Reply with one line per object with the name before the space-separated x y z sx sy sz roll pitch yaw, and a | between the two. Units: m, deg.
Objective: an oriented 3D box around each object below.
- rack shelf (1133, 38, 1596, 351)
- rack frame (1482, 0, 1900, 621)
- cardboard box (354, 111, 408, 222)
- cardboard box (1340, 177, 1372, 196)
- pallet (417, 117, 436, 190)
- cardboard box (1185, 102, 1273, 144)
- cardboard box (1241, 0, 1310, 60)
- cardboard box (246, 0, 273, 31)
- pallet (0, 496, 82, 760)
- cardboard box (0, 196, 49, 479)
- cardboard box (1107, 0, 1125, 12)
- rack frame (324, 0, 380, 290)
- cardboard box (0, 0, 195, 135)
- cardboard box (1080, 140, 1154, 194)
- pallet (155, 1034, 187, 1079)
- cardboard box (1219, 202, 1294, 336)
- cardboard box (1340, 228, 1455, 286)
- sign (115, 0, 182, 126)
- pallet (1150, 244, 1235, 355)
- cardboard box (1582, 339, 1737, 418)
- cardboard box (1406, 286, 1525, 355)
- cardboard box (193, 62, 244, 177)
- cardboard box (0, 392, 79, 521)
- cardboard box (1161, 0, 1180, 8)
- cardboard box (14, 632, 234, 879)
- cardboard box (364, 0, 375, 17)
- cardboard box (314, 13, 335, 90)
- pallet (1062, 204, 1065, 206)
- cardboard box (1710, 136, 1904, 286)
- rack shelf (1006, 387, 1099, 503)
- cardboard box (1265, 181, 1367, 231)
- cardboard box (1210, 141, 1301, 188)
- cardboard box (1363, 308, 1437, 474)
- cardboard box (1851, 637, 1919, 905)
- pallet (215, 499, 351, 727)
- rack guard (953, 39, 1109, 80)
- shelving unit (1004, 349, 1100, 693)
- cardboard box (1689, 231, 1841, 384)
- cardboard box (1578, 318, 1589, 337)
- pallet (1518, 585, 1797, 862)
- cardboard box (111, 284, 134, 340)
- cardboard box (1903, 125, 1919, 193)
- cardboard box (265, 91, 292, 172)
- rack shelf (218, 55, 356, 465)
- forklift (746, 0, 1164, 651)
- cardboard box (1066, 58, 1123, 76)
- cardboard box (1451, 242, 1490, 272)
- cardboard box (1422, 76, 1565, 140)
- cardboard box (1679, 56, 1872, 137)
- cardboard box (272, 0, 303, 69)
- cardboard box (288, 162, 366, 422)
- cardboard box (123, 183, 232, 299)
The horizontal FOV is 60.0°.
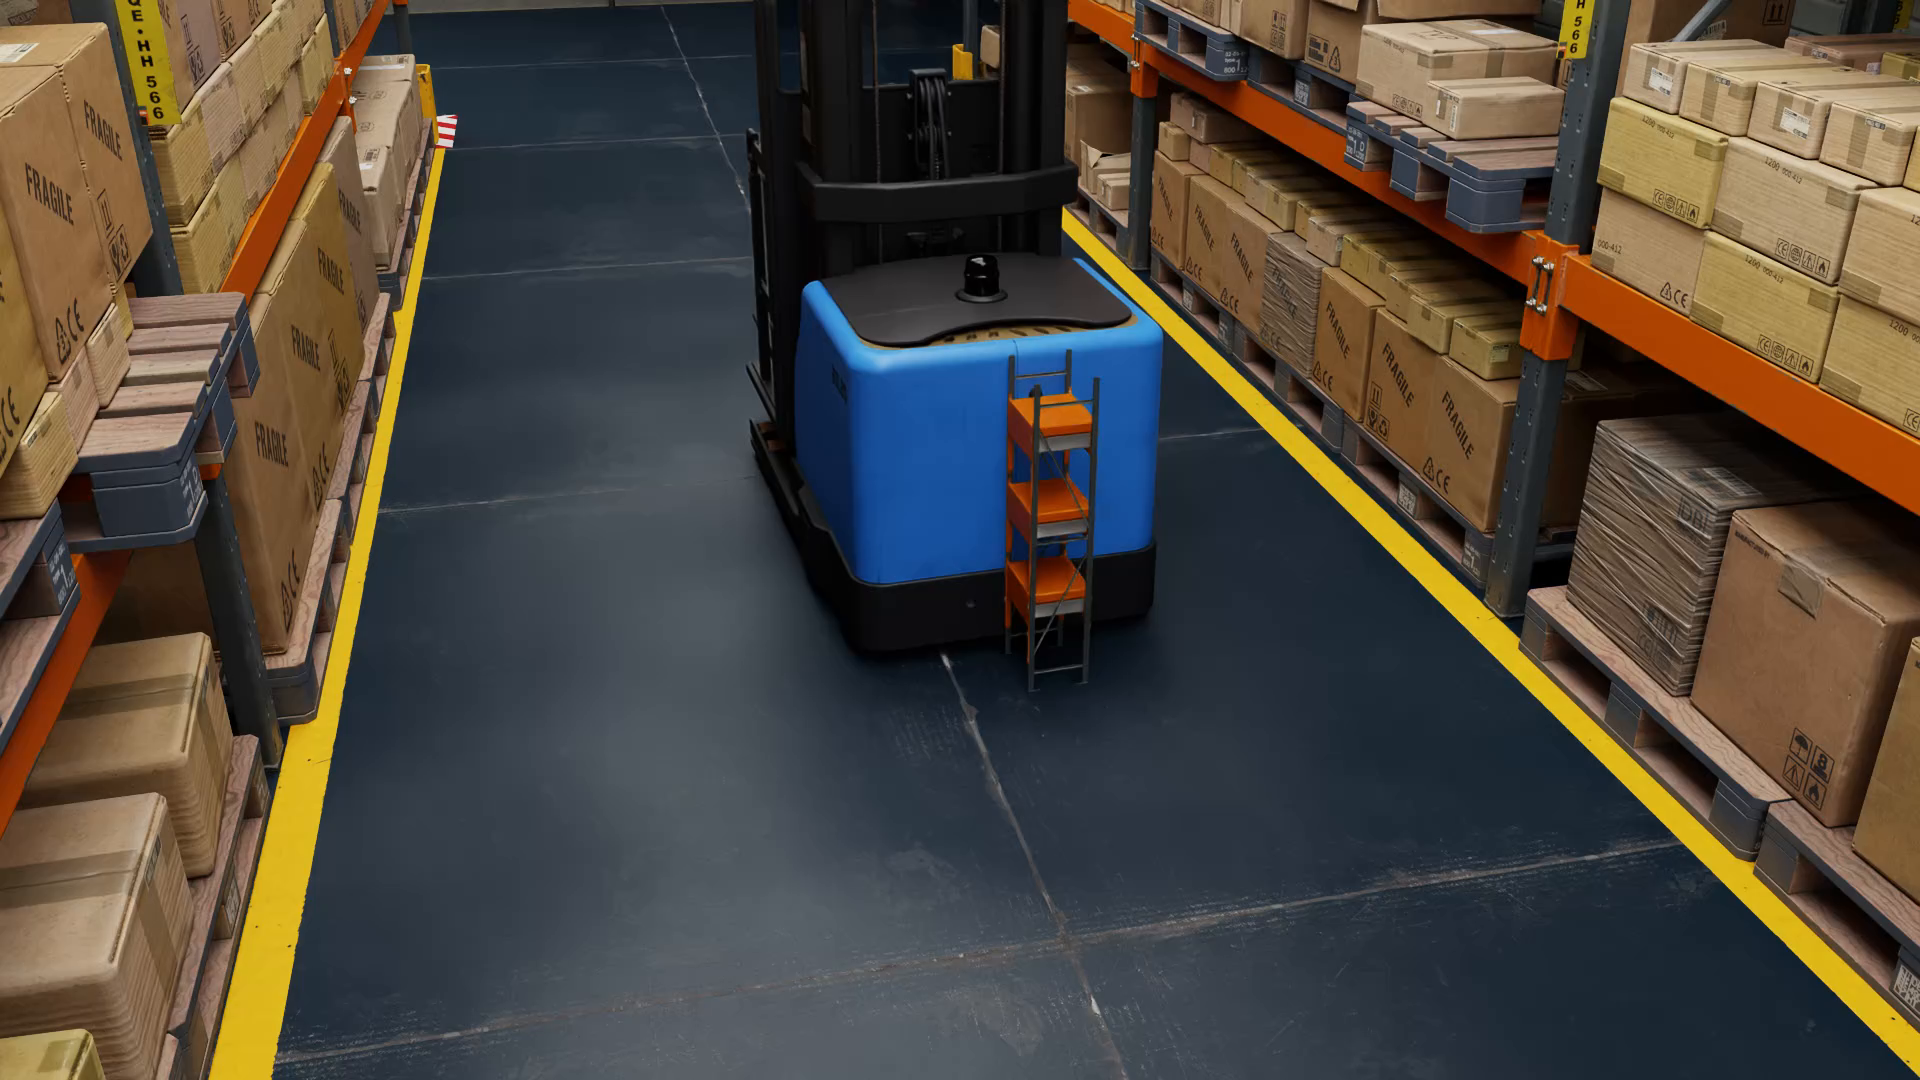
rack shelf | 1.876 -1.697 7.081 1.077 0.370 4.000 -6 27 -12
rack frame | 2.327 -1.140 5.179 1.000 3.000 0.127 -6 27 -12
cardboard box | -3.649 -2.113 9.486 0.875 0.438 0.875 -7 28 -13
cardboard box | 2.010 -1.668 7.814 0.380 0.149 0.250 -5 27 -10
pallet | -4.055 -2.558 11.084 1.003 0.211 1.213 -6 27 -12
cardboard box | 1.352 -2.096 8.332 0.380 0.149 0.250 -7 28 -14
cardboard box | 1.610 -2.321 6.943 0.700 0.500 0.500 -6 27 -12
cardboard box | -2.714 -2.034 5.730 0.500 0.500 0.500 -6 27 -11
pallet | -2.022 0.316 2.507 1.003 0.211 1.213 -6 27 -12
cardboard box | -1.893 -0.380 2.768 0.500 0.500 0.500 -8 28 -15
cardboard box | 1.028 -3.010 9.164 0.380 0.149 0.250 -5 27 -10
rack frame | -3.410 -2.390 7.657 1.000 3.000 0.127 -6 27 -12
cardboard box | -2.381 -1.367 4.408 0.500 0.500 0.500 -7 28 -13
cardboard box | 0.933 -2.234 9.916 0.396 0.266 0.258 -5 27 -10
pallet | -2.062 1.488 3.067 1.003 0.211 1.213 -6 27 -12
cardboard box | 1.553 -1.280 7.765 0.500 0.500 0.500 -7 28 -13
cardboard box | 1.789 -1.159 6.805 0.380 0.149 0.250 -6 27 -12
sign | -1.982 -1.175 4.052 0.100 0.325 0.005 -6 27 -12
pallet | 1.645 -1.298 8.587 1.003 0.211 1.213 -6 27 -12
cardboard box | 2.505 -0.425 6.071 0.500 0.500 0.500 -5 27 -10
cardboard box | 1.877 -0.809 6.112 0.380 0.149 0.250 -7 28 -14
cardboard box | -2.497 -1.265 5.039 0.500 0.250 0.500 -5 27 -10
cardboard box | -1.849 -0.142 3.016 0.380 0.149 0.250 -5 27 -11
cardboard box | 1.316 -2.893 8.076 0.700 0.500 0.500 -5 27 -10
cardboard box | -2.391 0.600 4.182 0.950 0.372 0.625 -8 28 -15
cardboard box | -3.476 -3.108 8.967 0.500 0.500 0.500 -6 27 -11
cardboard box | -3.063 -2.152 7.351 0.500 0.250 0.500 -7 28 -13
pallet | 0.993 -2.489 10.948 1.003 0.211 1.213 -6 27 -12
cardboard box | 2.300 -0.857 4.230 0.500 0.250 0.500 -5 27 -10
rack shelf | 0.279 -0.292 5.057 0.215 0.259 0.240 -7 28 -14
cardboard box | 1.602 -1.506 7.492 0.380 0.149 0.250 -5 27 -10
cardboard box | 1.454 -1.847 8.169 0.380 0.149 0.250 -7 28 -14
cardboard box | 1.919 -0.596 6.410 0.500 0.500 0.500 -6 27 -12
cardboard box | 2.761 0.590 3.922 0.875 0.625 0.625 -7 28 -14
pallet | -2.613 0.257 5.507 1.003 0.211 1.213 -6 27 -12
rack guard | 0.541 -3.503 12.635 1.175 0.500 0.348 -6 27 -12
shelving unit | 0.279 -0.048 5.180 0.215 1.050 0.252 -7 28 -14
cardboard box | 2.297 -0.632 4.340 0.500 0.250 0.500 -7 28 -13
cardboard box | 2.479 -0.881 6.255 0.380 0.149 0.250 -5 27 -10
pallet | 2.474 0.470 5.084 1.003 0.211 1.213 -6 27 -12
cardboard box | -2.074 -0.479 3.683 0.380 0.149 0.250 -6 27 -11
cardboard box | 2.413 -0.856 3.787 0.380 0.149 0.250 -6 27 -11
cardboard box | -2.734 -1.478 6.017 0.500 0.250 0.500 -6 27 -12
rack shelf | -2.959 -1.191 6.079 1.077 0.370 4.000 -6 27 -12
forklift | -0.239 -1.593 6.154 1.130 2.935 3.031 -7 28 -14
cardboard box | 0.746 -2.824 10.824 0.500 0.500 0.500 -5 27 -11
cardboard box | 2.268 -1.221 6.927 0.380 0.149 0.250 -7 28 -13
cardboard box | 1.805 -1.465 5.636 0.380 0.149 0.250 -5 27 -11
cardboard box | 2.173 -1.187 4.442 0.380 0.149 0.250 -5 27 -10
cardboard box | -2.831 -1.932 6.361 0.500 0.250 0.500 -5 27 -10
cardboard box | -2.981 -0.969 6.734 0.875 0.875 0.875 -5 27 -10
cardboard box | -2.374 -0.808 4.688 0.500 0.250 0.500 -6 27 -12
